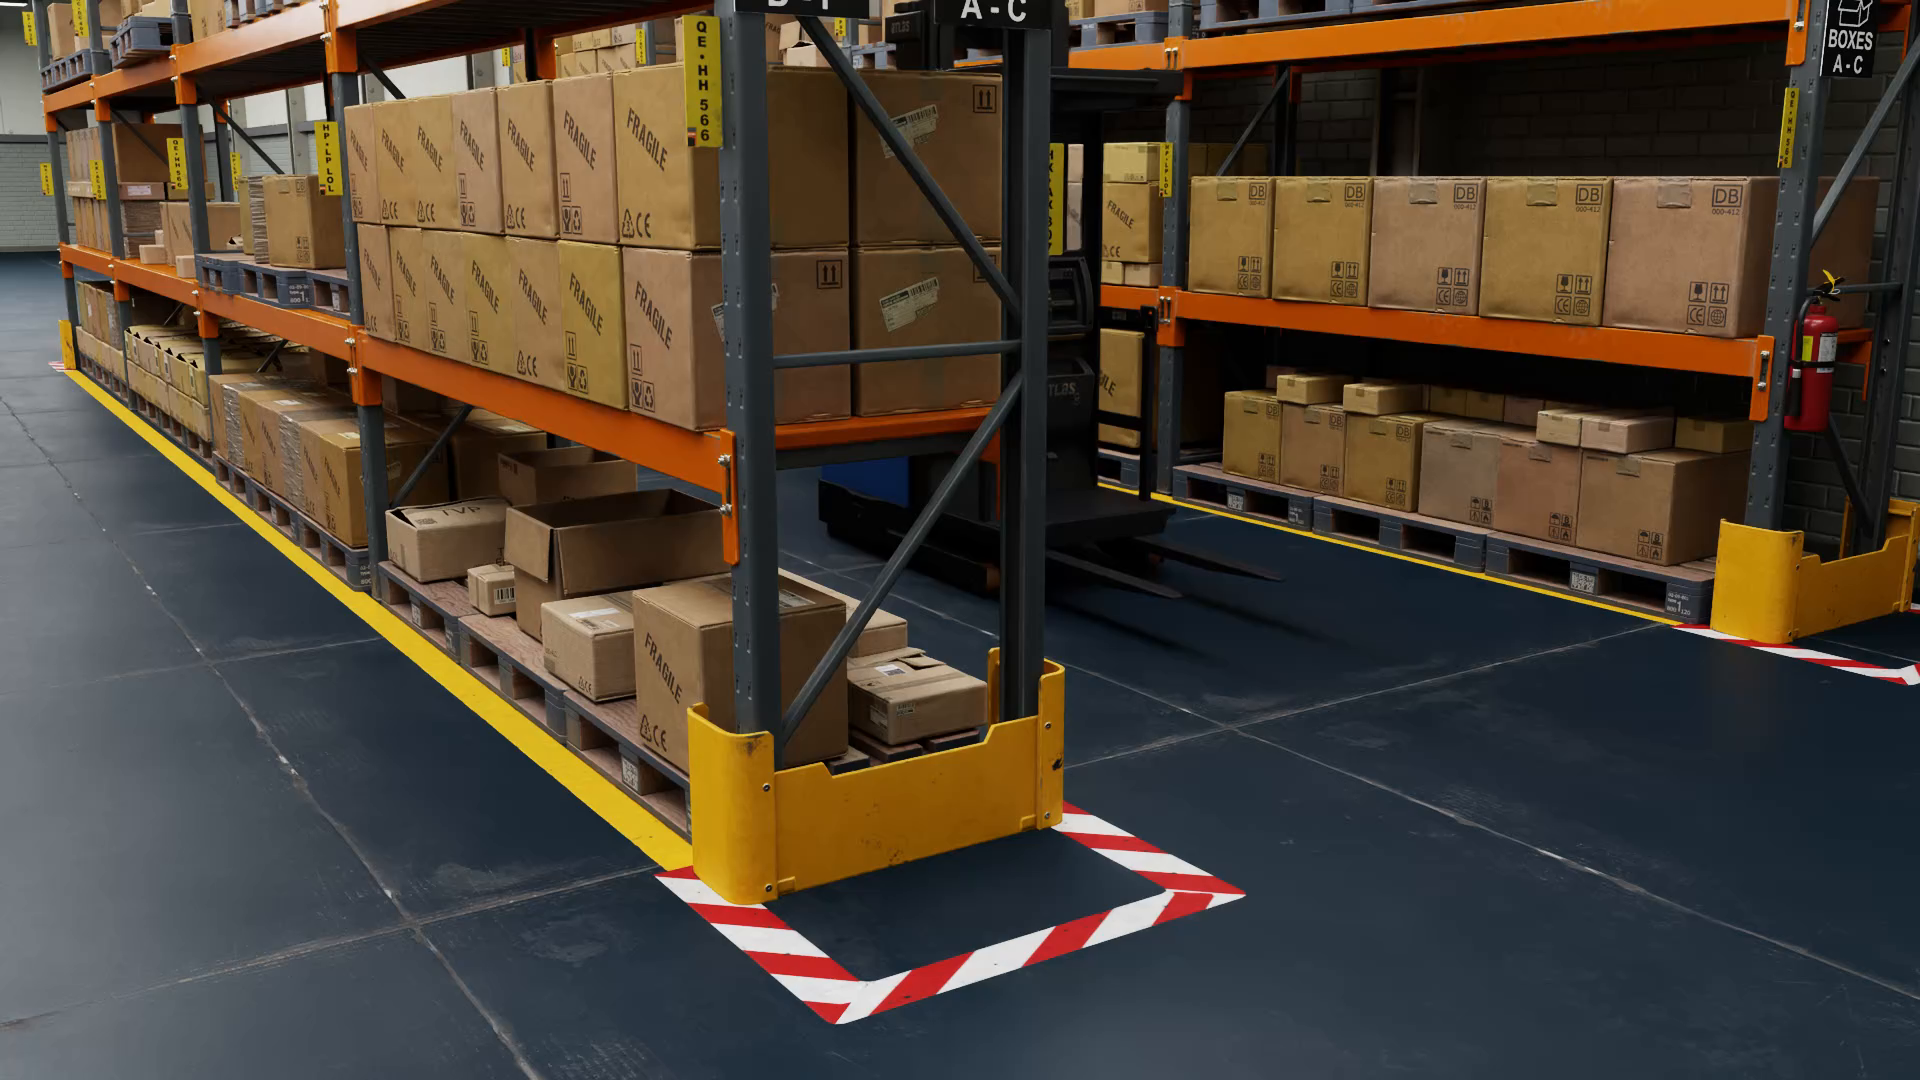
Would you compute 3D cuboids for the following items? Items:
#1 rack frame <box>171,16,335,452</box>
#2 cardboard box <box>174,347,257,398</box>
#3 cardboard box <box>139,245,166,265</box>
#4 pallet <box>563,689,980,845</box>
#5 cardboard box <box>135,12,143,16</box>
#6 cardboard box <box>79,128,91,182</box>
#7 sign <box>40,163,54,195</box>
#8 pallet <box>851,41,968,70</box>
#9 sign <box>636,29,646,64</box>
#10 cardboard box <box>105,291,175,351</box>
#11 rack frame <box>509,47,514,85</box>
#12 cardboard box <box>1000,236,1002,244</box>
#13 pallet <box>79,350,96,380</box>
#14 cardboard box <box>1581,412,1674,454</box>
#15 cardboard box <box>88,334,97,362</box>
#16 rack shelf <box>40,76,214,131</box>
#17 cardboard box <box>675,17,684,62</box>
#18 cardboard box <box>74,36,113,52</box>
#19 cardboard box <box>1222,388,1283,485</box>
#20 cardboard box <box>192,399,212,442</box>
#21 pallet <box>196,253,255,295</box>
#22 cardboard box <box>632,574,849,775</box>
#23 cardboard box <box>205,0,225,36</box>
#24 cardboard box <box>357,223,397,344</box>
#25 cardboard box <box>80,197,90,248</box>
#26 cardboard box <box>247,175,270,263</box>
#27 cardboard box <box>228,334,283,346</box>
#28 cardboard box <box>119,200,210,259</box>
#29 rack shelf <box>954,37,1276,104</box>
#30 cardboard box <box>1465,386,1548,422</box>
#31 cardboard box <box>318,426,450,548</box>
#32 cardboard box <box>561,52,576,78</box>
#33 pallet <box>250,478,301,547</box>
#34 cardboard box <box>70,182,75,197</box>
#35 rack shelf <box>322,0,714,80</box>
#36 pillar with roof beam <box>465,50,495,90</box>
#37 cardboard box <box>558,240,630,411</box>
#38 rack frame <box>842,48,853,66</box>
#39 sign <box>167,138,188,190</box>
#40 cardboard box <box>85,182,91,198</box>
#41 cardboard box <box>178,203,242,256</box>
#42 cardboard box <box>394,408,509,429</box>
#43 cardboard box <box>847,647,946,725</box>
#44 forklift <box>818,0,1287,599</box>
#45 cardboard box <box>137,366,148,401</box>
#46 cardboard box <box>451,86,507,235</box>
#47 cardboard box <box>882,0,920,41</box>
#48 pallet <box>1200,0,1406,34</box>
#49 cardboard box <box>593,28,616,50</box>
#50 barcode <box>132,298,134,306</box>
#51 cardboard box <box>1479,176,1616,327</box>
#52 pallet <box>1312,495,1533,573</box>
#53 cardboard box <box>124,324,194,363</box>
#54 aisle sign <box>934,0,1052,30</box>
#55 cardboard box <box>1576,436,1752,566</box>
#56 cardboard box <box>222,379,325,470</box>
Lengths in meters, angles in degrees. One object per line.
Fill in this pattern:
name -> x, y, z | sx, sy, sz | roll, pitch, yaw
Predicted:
rack frame -> -4.620, -1.943, 11.223 | 1.000, 3.000, 0.127 | -8, 15, -33
cardboard box -> -5.408, -1.234, 12.124 | 0.500, 0.311, 0.500 | -8, 15, -34
cardboard box -> -6.515, -2.349, 13.672 | 0.380, 0.149, 0.250 | -8, 15, -33
pallet -> -0.672, 0.687, 5.725 | 1.003, 0.211, 1.213 | -8, 15, -33
cardboard box -> -6.196, -4.043, 13.176 | 0.500, 0.250, 0.500 | -10, 16, -38
cardboard box -> -8.199, -3.772, 16.316 | 0.700, 0.500, 0.500 | -8, 15, -33
sign -> -9.518, -3.762, 17.333 | 0.100, 0.325, 0.005 | -8, 15, -33
pallet -> -0.097, -3.794, 13.113 | 1.213, 0.211, 1.003 | -7, 14, -30
sign -> -3.162, -4.893, 16.485 | 0.100, 0.325, 0.005 | -8, 15, -33
cardboard box -> -7.542, -2.029, 15.317 | 0.500, 0.500, 0.500 | -8, 15, -33
rack frame -> -4.930, -6.883, 19.773 | 1.000, 3.000, 0.127 | -8, 15, -33
cardboard box -> 0.409, -2.343, 12.075 | 0.500, 0.500, 0.500 | -8, 14, -31
pallet -> -8.594, -1.872, 17.428 | 1.003, 0.211, 1.213 | -8, 15, -33
cardboard box -> 3.240, -0.522, 8.075 | 0.380, 0.149, 0.250 | -8, 15, -33
cardboard box -> -8.384, -1.928, 16.610 | 0.500, 0.250, 0.500 | -8, 15, -33
rack shelf -> -7.944, -4.124, 15.859 | 1.077, 0.370, 4.000 | -8, 15, -33
cardboard box -> -2.478, -4.854, 16.297 | 0.500, 0.500, 0.500 | -6, 14, -25
cardboard box -> -7.732, -4.452, 14.956 | 0.380, 0.149, 0.250 | -8, 15, -33
cardboard box -> 2.047, -0.657, 10.213 | 0.700, 0.500, 0.500 | -8, 15, -32
cardboard box -> -5.114, -0.869, 11.768 | 0.500, 0.250, 0.500 | -8, 15, -31
pallet -> -4.186, -1.737, 10.731 | 1.213, 0.211, 1.003 | -8, 15, -33
cardboard box -> -0.694, 0.419, 5.246 | 0.500, 0.500, 0.500 | -8, 15, -33
cardboard box -> -4.068, -3.292, 10.141 | 0.910, 0.500, 0.500 | -8, 15, -33
cardboard box -> -2.348, -1.157, 7.398 | 0.500, 0.500, 0.500 | -8, 14, -31
cardboard box -> -8.509, -3.237, 16.908 | 0.700, 0.500, 0.500 | -8, 14, -31
cardboard box -> -3.829, -1.913, 9.870 | 0.700, 0.500, 0.500 | -5, 13, -22
cardboard box -> -5.530, -1.481, 13.254 | 0.500, 0.311, 0.500 | -8, 15, -33
cardboard box -> -7.087, -2.781, 14.823 | 0.700, 0.500, 0.500 | -9, 15, -34
rack shelf -> 0.610, -3.288, 12.038 | 1.077, 0.370, 4.000 | -8, 15, -33
cardboard box -> 2.995, -0.747, 9.106 | 0.380, 0.149, 0.250 | -8, 15, -32
cardboard box -> -2.916, -0.279, 8.437 | 0.500, 0.500, 0.500 | -8, 15, -33
cardboard box -> -4.080, -5.103, 18.373 | 0.500, 0.500, 0.500 | -7, 14, -29
pallet -> -3.566, -0.226, 9.902 | 1.003, 0.211, 1.213 | -8, 15, -33
cardboard box -> -8.866, -3.589, 17.001 | 0.380, 0.149, 0.250 | -9, 15, -34
rack shelf -> -1.296, -1.989, 6.100 | 1.077, 0.370, 4.000 | -8, 15, -33
pillar with roof beam -> -10.731, -7.419, 22.221 | 9.100, 9.000, 0.400 | -8, 15, -33
cardboard box -> -0.953, -0.708, 5.344 | 0.500, 0.500, 0.500 | -8, 15, -32
rack frame -> -0.498, -2.530, 13.908 | 1.000, 3.000, 0.127 | -8, 15, -33
sign -> -5.080, -2.442, 10.797 | 0.100, 0.325, 0.005 | -8, 15, -33
cardboard box -> -8.163, -3.362, 15.963 | 0.380, 0.149, 0.250 | -8, 15, -32
cardboard box -> -5.563, -2.288, 12.569 | 0.500, 0.500, 0.500 | -9, 15, -36
cardboard box -> -2.774, -0.433, 9.143 | 0.500, 0.500, 0.500 | -8, 15, -32
cardboard box -> -0.272, 0.490, 5.703 | 0.380, 0.166, 0.250 | -8, 15, -33
forklift -> 0.397, -1.276, 8.335 | 1.130, 2.935, 3.031 | -8, 14, -31
cardboard box -> -6.537, -1.324, 13.847 | 0.500, 0.250, 0.500 | -8, 14, -31
cardboard box -> -1.519, -1.376, 6.060 | 0.500, 0.500, 0.500 | -8, 14, -31
cardboard box -> -0.187, -4.181, 13.174 | 0.700, 0.500, 0.500 | -10, 16, -37
pallet -> 2.163, -3.093, 9.673 | 1.003, 0.211, 1.213 | -8, 15, -33
cardboard box -> -3.532, -5.407, 17.424 | 0.500, 0.500, 0.500 | -7, 14, -30
barcode -> -7.041, -2.022, 14.161 | 0.001, 0.075, 0.075 | -8, 15, -33
cardboard box -> 3.231, -1.471, 8.365 | 0.980, 0.700, 0.700 | -8, 15, -33
pallet -> 2.754, -0.094, 9.299 | 1.003, 0.211, 1.213 | -8, 15, -33
cardboard box -> -6.814, -1.687, 14.195 | 0.500, 0.311, 0.500 | -8, 15, -33
aisle sign -> 0.095, -1.812, 4.543 | 0.394, 0.787, 0.004 | -8, 15, -33
cardboard box -> 3.463, -0.203, 8.139 | 0.700, 0.500, 0.500 | -8, 15, -33
cardboard box -> -4.311, -0.729, 10.496 | 0.500, 0.500, 0.500 | -9, 15, -35
